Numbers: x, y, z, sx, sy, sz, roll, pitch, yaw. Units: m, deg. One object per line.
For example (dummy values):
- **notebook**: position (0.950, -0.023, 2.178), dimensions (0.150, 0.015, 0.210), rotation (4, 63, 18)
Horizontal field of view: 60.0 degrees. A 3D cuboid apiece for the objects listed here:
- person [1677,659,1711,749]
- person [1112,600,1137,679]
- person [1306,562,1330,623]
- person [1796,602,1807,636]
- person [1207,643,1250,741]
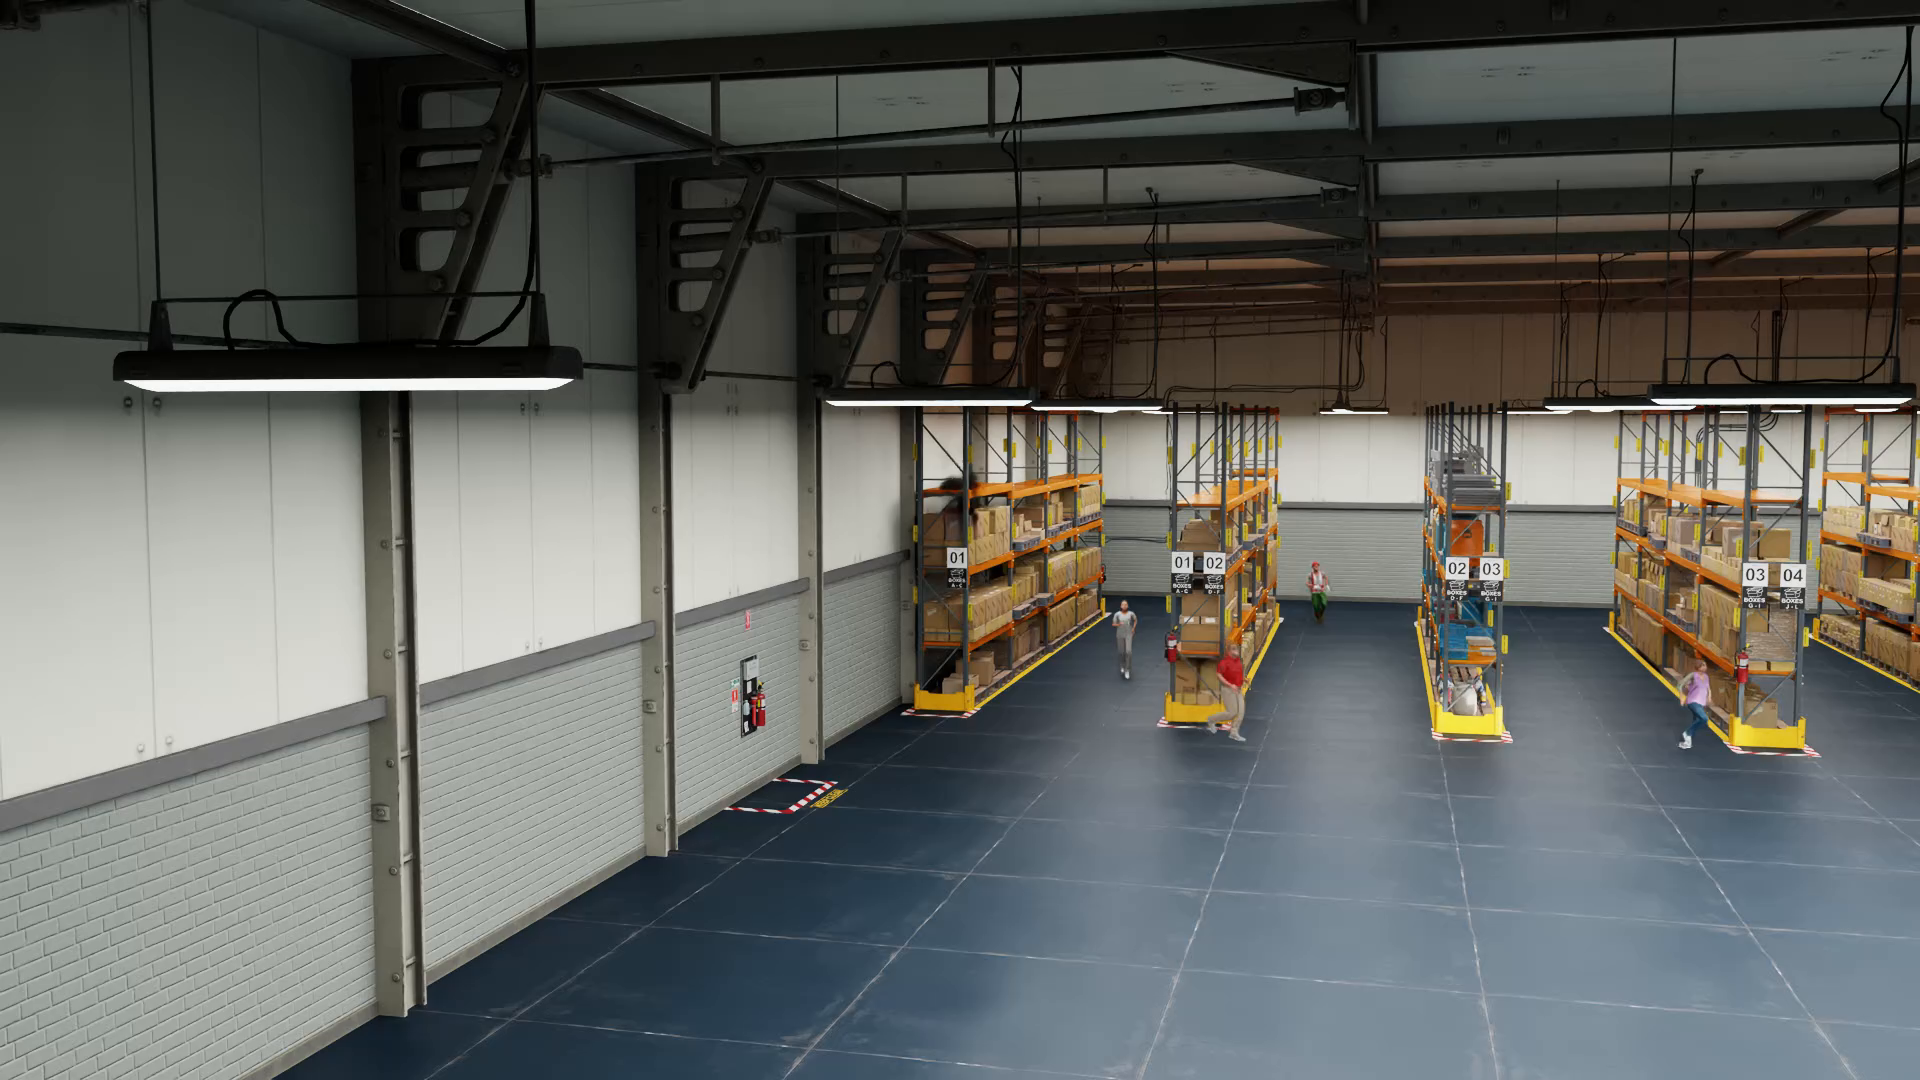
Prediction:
- **person**: position (12.722, 2.840, 28.638), dimensions (0.542, 1.522, 0.547), rotation (-2, 5, -22)
- **person**: position (3.633, 2.167, 36.714), dimensions (0.549, 1.714, 0.728), rotation (0, 4, 7)
- **person**: position (9.903, 1.446, 46.021), dimensions (0.674, 1.708, 0.540), rotation (0, 4, 3)
- **person**: position (20.416, 1.909, 40.772), dimensions (0.613, 1.662, 0.753), rotation (1, 4, 17)
- **person**: position (4.755, 2.668, 29.337), dimensions (0.685, 1.705, 0.662), rotation (4, 6, 42)
